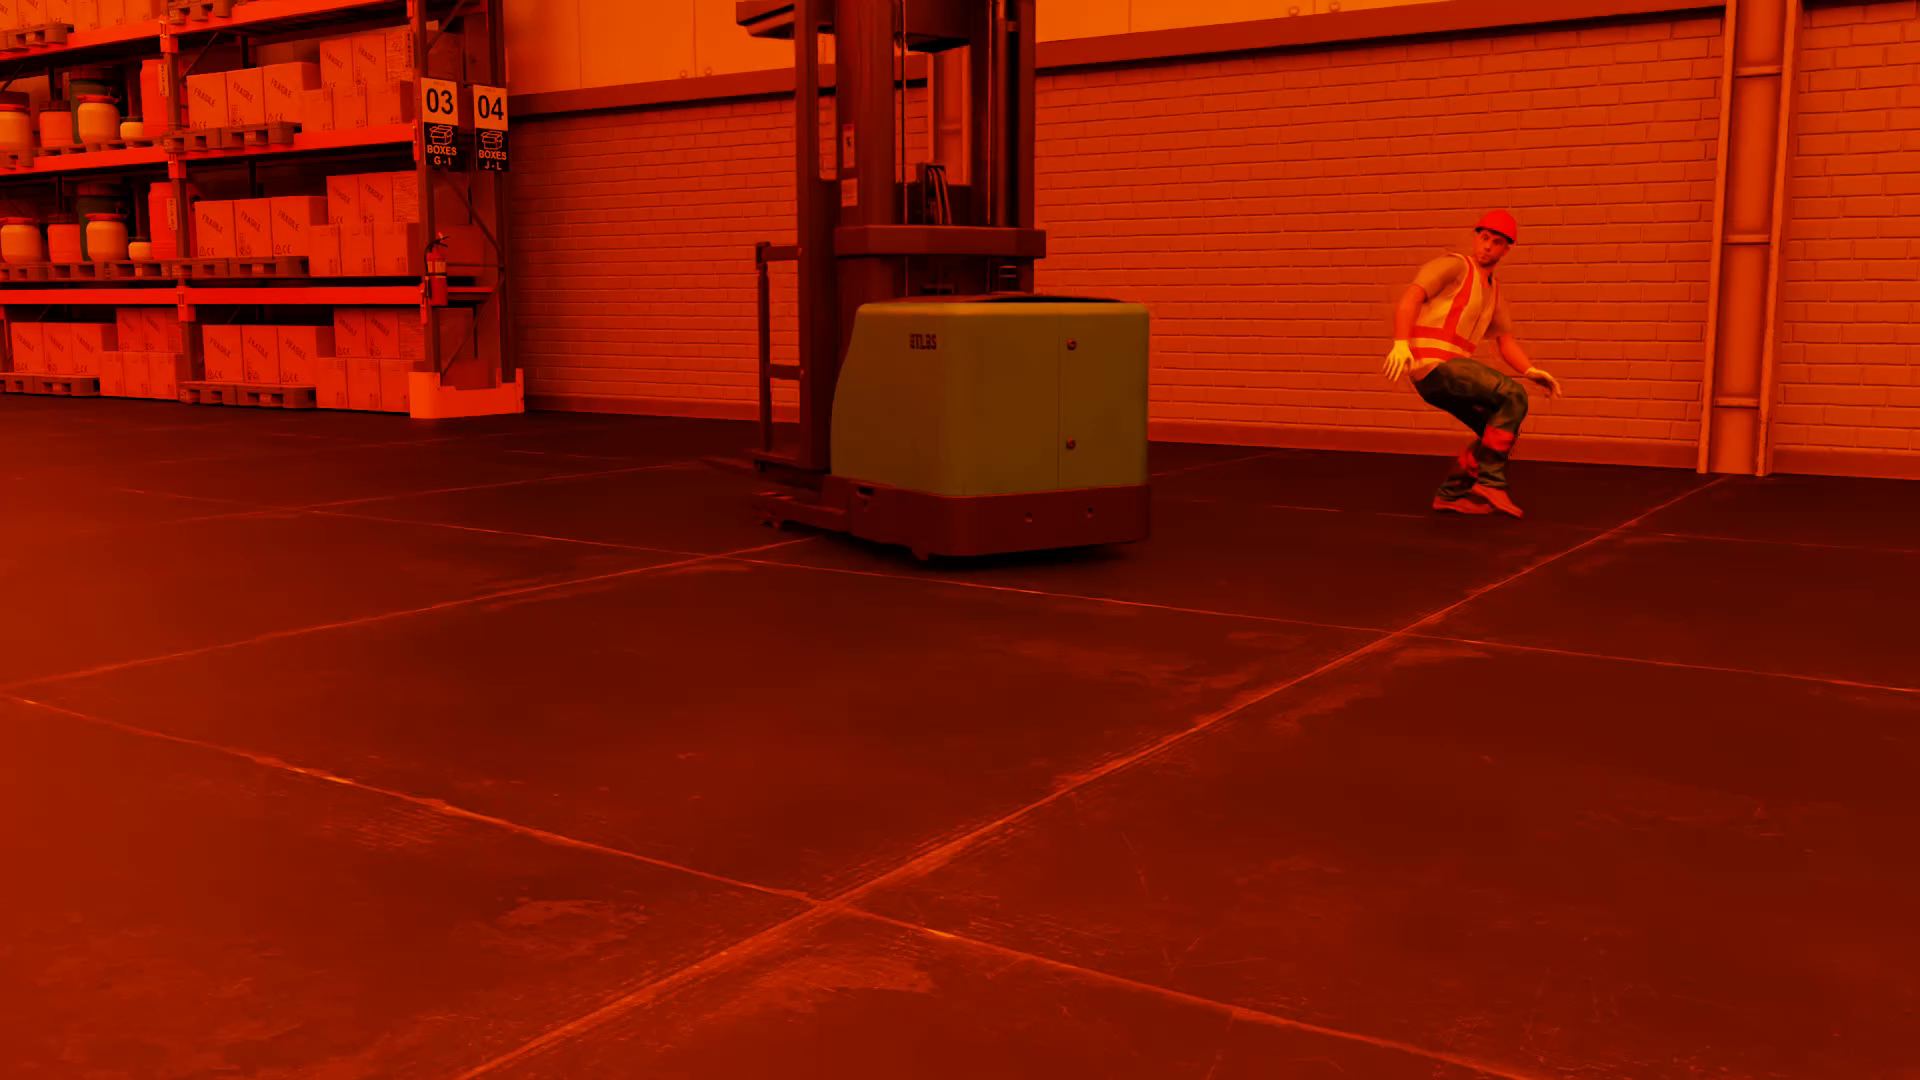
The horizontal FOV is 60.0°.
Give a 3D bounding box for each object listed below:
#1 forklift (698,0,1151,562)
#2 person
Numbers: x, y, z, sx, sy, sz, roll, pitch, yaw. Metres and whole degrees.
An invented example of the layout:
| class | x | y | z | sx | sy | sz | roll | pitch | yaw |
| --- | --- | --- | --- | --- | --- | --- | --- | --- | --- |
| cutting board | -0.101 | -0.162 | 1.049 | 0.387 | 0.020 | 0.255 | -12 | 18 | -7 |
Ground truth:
| class | x | y | z | sx | sy | sz | roll | pitch | yaw |
| --- | --- | --- | --- | --- | --- | --- | --- | --- | --- |
| forklift | -0.381 | -1.528 | 7.941 | 1.130 | 2.935 | 3.031 | -5 | 9 | -31 |
| person | 2.571 | -0.860 | 8.283 | 0.739 | 1.551 | 0.789 | 5 | 10 | 33 |
